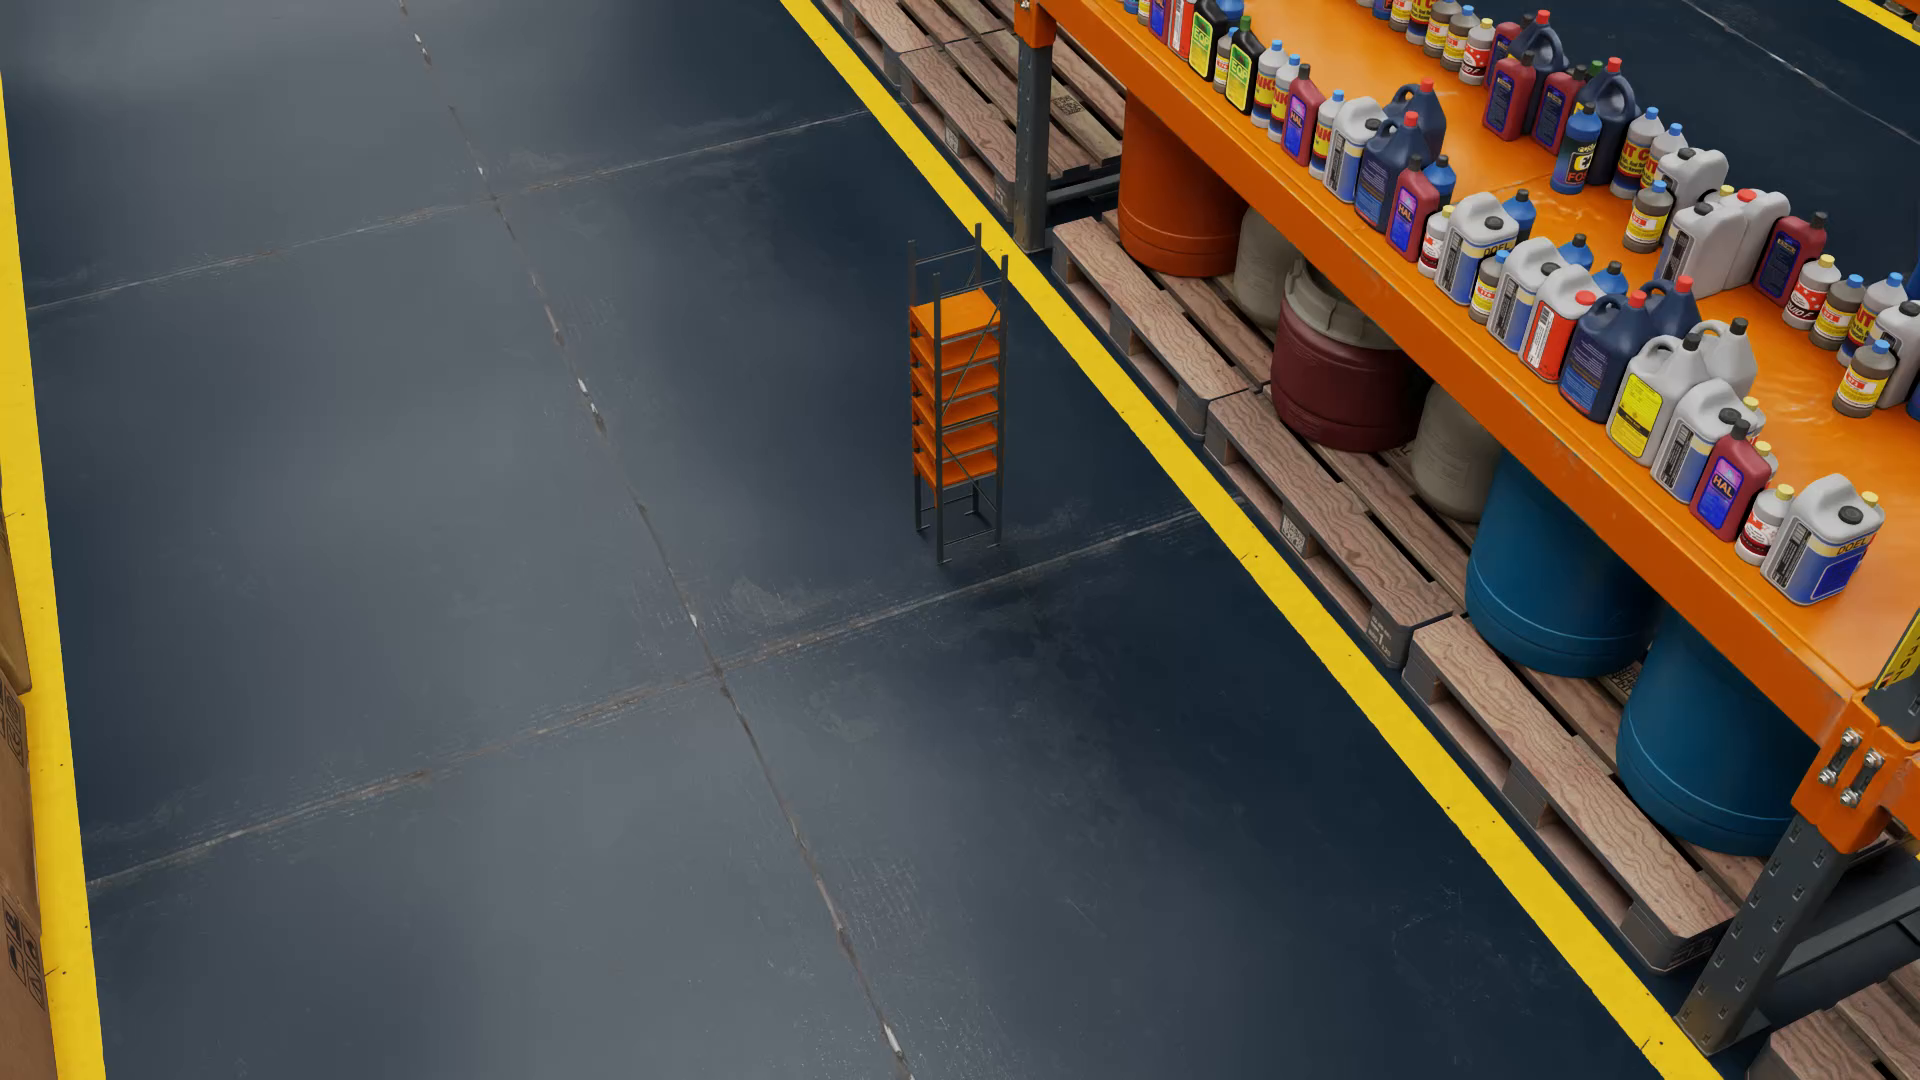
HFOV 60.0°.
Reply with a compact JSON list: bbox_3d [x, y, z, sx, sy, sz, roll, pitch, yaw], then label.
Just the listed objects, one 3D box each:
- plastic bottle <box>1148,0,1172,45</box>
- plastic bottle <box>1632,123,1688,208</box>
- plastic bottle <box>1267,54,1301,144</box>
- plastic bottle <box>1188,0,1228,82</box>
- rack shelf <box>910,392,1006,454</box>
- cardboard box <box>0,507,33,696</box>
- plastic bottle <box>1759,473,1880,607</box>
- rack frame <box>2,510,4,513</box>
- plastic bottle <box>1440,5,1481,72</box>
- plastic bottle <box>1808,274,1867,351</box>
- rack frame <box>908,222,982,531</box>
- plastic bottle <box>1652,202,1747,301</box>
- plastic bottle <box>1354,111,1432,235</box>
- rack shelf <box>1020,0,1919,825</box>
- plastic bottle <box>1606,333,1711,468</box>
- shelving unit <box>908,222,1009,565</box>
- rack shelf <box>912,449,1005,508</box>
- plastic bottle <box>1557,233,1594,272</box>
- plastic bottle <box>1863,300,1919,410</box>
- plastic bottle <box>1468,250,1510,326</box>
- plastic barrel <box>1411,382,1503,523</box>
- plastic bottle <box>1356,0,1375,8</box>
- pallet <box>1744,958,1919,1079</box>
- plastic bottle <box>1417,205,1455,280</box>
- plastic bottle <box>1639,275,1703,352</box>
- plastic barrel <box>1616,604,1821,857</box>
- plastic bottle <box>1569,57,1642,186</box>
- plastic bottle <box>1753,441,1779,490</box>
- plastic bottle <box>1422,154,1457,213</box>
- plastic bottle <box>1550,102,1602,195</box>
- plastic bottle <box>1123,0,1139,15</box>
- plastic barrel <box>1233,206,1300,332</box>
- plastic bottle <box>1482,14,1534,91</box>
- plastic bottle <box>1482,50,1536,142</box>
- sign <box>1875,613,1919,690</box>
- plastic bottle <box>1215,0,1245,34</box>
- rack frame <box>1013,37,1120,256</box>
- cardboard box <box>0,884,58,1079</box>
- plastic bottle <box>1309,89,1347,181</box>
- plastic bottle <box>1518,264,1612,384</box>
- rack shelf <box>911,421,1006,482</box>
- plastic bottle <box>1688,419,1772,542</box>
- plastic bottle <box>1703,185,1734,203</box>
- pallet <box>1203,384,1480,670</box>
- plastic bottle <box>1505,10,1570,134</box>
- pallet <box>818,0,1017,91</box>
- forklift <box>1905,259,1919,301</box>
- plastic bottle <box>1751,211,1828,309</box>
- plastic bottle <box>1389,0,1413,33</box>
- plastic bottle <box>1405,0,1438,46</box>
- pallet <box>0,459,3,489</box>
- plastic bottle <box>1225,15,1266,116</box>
[{"bbox_3d":[0.688,-1.805,5.527,0.061,0.283,0.133,-18,47,-17],"label":"plastic bottle"},{"bbox_3d":[2.025,-1.073,4.794,0.097,0.271,0.097,0,45,0],"label":"plastic bottle"},{"bbox_3d":[1.004,-1.353,5.077,0.097,0.271,0.097,0,45,0],"label":"plastic bottle"},{"bbox_3d":[0.801,-1.634,5.354,0.061,0.283,0.133,-18,47,-17],"label":"plastic bottle"},{"bbox_3d":[-0.006,-0.405,5.369,0.258,0.103,0.180,-18,47,-17],"label":"rack shelf"},{"bbox_3d":[-3.520,0.075,4.752,1.225,0.875,0.875,-20,48,-19],"label":"cardboard box"},{"bbox_3d":[1.926,-0.003,3.706,0.152,0.276,0.135,-18,47,-17],"label":"plastic bottle"},{"bbox_3d":[-3.791,-0.978,4.605,1.000,3.000,0.127,-18,47,-17],"label":"rack frame"},{"bbox_3d":[1.635,-1.640,5.418,0.097,0.201,0.097,0,45,0],"label":"plastic bottle"},{"bbox_3d":[2.317,-0.606,4.370,0.097,0.201,0.097,0,45,0],"label":"plastic bottle"},{"bbox_3d":[-0.045,-0.495,5.397,0.240,1.200,0.006,-18,47,-17],"label":"rack frame"},{"bbox_3d":[2.009,-0.800,4.514,0.152,0.276,0.135,-18,47,-17],"label":"plastic bottle"},{"bbox_3d":[1.238,-1.065,4.729,0.144,0.351,0.185,-18,47,-17],"label":"plastic bottle"},{"bbox_3d":[1.544,-0.910,5.049,1.077,0.370,4.000,-18,47,-17],"label":"rack shelf"},{"bbox_3d":[1.701,-0.363,4.018,0.144,0.351,0.185,-18,47,-17],"label":"plastic bottle"},{"bbox_3d":[-0.006,-0.436,5.338,0.258,1.200,0.189,-18,47,-17],"label":"shelving unit"},{"bbox_3d":[-0.006,-0.234,5.538,0.258,0.103,0.180,-18,47,-17],"label":"rack shelf"},{"bbox_3d":[1.609,-0.690,4.405,0.097,0.271,0.097,0,45,0],"label":"plastic bottle"},{"bbox_3d":[2.382,-0.488,4.197,0.152,0.276,0.135,-18,47,-17],"label":"plastic bottle"},{"bbox_3d":[1.430,-0.682,4.447,0.097,0.201,0.097,0,45,0],"label":"plastic bottle"},{"bbox_3d":[1.717,-0.345,5.436,0.421,0.512,0.421,0,45,0],"label":"plastic barrel"},{"bbox_3d":[1.430,-1.950,5.732,0.097,0.201,0.097,0,45,0],"label":"plastic bottle"},{"bbox_3d":[2.729,1.558,4.021,1.003,0.211,1.213,-18,47,-17],"label":"pallet"},{"bbox_3d":[1.332,-0.830,4.597,0.097,0.201,0.097,0,45,0],"label":"plastic bottle"},{"bbox_3d":[1.755,-0.524,4.180,0.144,0.351,0.185,-18,47,-17],"label":"plastic bottle"},{"bbox_3d":[2.172,0.354,4.451,0.600,0.901,0.708,-18,47,-17],"label":"plastic barrel"},{"bbox_3d":[1.904,-1.246,4.913,0.144,0.351,0.185,-18,47,-17],"label":"plastic bottle"},{"bbox_3d":[1.851,-0.145,3.903,0.097,0.201,0.097,0,45,0],"label":"plastic bottle"},{"bbox_3d":[1.332,-0.958,4.677,0.097,0.271,0.097,0,45,0],"label":"plastic bottle"},{"bbox_3d":[1.812,-1.155,4.876,0.097,0.271,0.097,0,45,0],"label":"plastic bottle"},{"bbox_3d":[0.616,-1.942,5.674,0.097,0.271,0.097,0,45,0],"label":"plastic bottle"},{"bbox_3d":[1.243,-1.064,6.165,0.421,0.512,0.421,0,45,0],"label":"plastic barrel"},{"bbox_3d":[1.741,-1.539,5.257,0.061,0.283,0.133,-18,47,-17],"label":"plastic bottle"},{"bbox_3d":[1.688,-1.379,5.095,0.061,0.283,0.133,-18,47,-17],"label":"plastic bottle"},{"bbox_3d":[1.885,0.171,3.244,0.100,0.325,0.005,-18,47,-17],"label":"sign"},{"bbox_3d":[0.865,-1.665,5.393,0.097,0.271,0.097,0,45,0],"label":"plastic bottle"},{"bbox_3d":[0.703,-2.441,6.088,1.000,3.000,0.127,-18,47,-17],"label":"rack frame"},{"bbox_3d":[-2.773,1.207,3.605,1.225,0.875,0.875,-20,48,-19],"label":"cardboard box"},{"bbox_3d":[1.101,-1.206,4.928,0.097,0.271,0.097,0,45,0],"label":"plastic bottle"},{"bbox_3d":[1.560,-0.557,4.268,0.152,0.276,0.135,-18,47,-17],"label":"plastic bottle"},{"bbox_3d":[-0.006,-0.319,5.453,0.258,0.103,0.180,-18,47,-17],"label":"rack shelf"},{"bbox_3d":[1.787,-0.140,3.839,0.061,0.283,0.133,-18,47,-17],"label":"plastic bottle"},{"bbox_3d":[2.123,-0.900,4.668,0.097,0.201,0.097,0,45,0],"label":"plastic bottle"},{"bbox_3d":[1.581,-0.182,5.784,1.003,0.211,1.213,-18,47,-17],"label":"pallet"},{"bbox_3d":[1.770,-1.449,5.118,0.144,0.351,0.185,-18,47,-17],"label":"plastic bottle"},{"bbox_3d":[-0.097,-2.730,8.366,1.003,0.211,1.213,-18,47,-17],"label":"pallet"},{"bbox_3d":[4.570,-1.611,5.296,3.031,2.935,1.130,-27,51,-25],"label":"forklift"},{"bbox_3d":[2.244,-0.776,4.484,0.061,0.283,0.133,-18,47,-17],"label":"plastic bottle"},{"bbox_3d":[1.512,-1.826,5.606,0.097,0.201,0.097,0,45,0],"label":"plastic bottle"},{"bbox_3d":[1.553,-1.789,5.519,0.097,0.271,0.097,0,45,0],"label":"plastic bottle"},{"bbox_3d":[-4.118,-0.484,6.090,1.003,0.211,1.213,-18,47,-17],"label":"pallet"},{"bbox_3d":[0.898,-1.487,5.205,0.061,0.283,0.133,-18,47,-17],"label":"plastic bottle"}]
